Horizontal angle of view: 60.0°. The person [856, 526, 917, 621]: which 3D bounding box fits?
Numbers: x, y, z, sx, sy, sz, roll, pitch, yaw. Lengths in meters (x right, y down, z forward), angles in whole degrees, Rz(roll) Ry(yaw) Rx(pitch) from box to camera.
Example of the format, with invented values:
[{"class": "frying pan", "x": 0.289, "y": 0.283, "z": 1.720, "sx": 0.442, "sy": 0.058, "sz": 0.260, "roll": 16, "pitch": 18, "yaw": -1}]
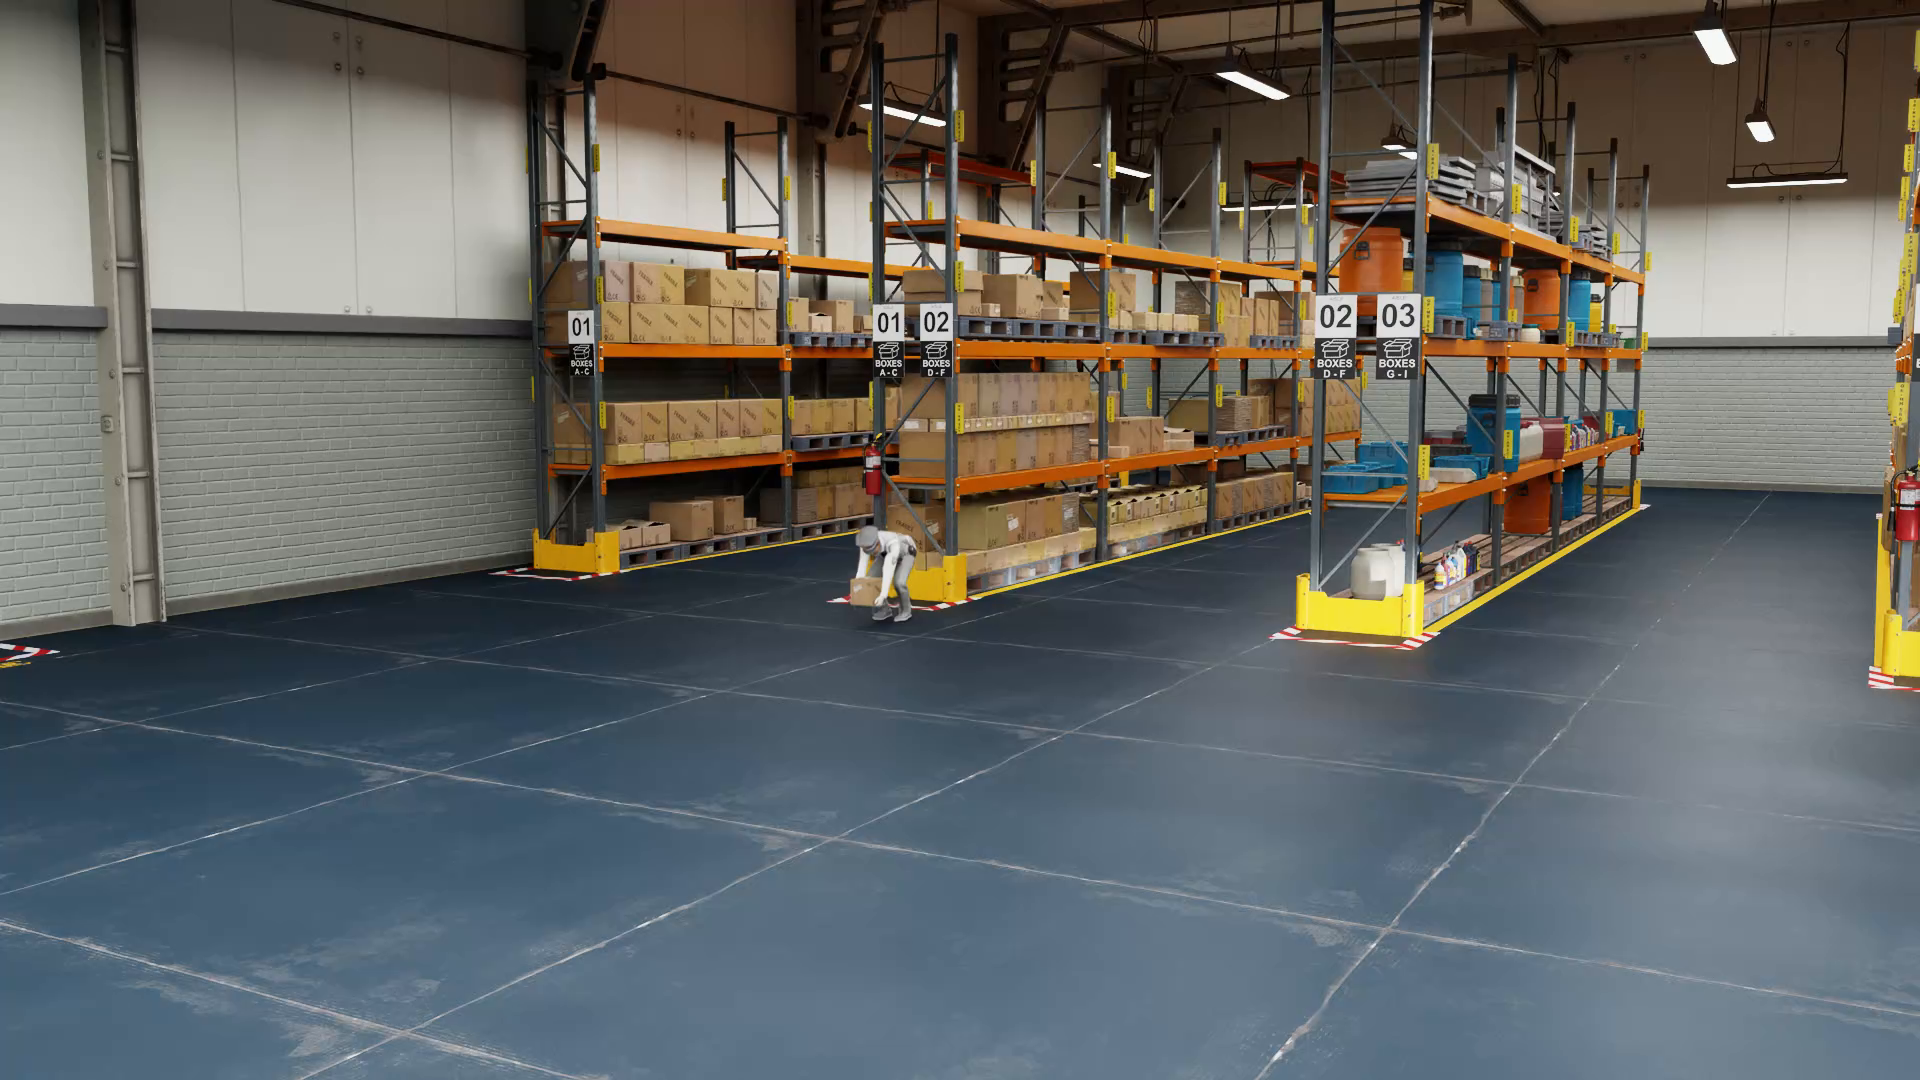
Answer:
[{"class": "person", "x": -0.754, "y": 0.326, "z": 16.511, "sx": 0.466, "sy": 0.990, "sz": 0.917, "roll": 3, "pitch": 7, "yaw": 26}]
